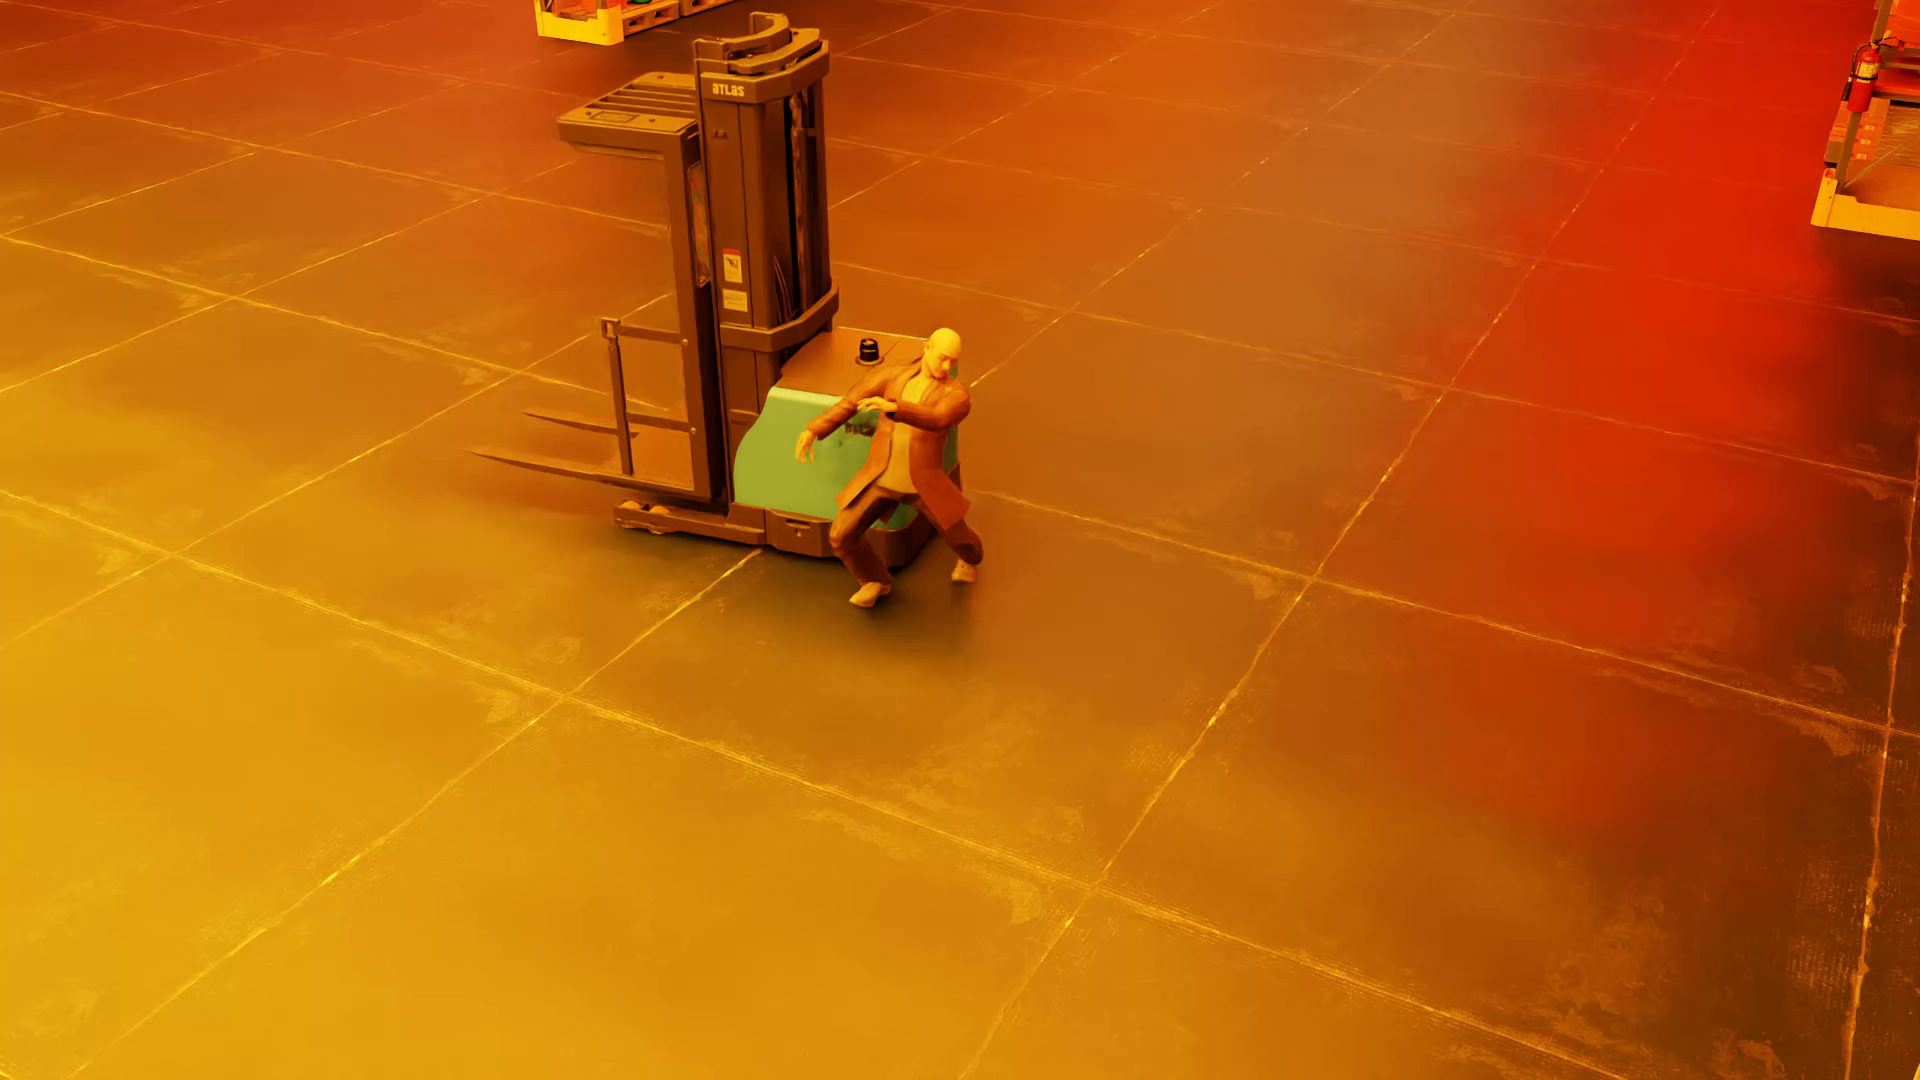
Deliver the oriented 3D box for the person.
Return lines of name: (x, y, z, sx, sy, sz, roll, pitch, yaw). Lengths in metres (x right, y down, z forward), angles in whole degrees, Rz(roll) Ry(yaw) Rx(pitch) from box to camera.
person: (-0.392, -0.360, 9.038, 0.978, 1.539, 0.880, 6, 30, 9)

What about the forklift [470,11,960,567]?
forklift: (-1.571, -1.540, 9.739, 3.031, 2.935, 1.130, 10, 32, 17)
